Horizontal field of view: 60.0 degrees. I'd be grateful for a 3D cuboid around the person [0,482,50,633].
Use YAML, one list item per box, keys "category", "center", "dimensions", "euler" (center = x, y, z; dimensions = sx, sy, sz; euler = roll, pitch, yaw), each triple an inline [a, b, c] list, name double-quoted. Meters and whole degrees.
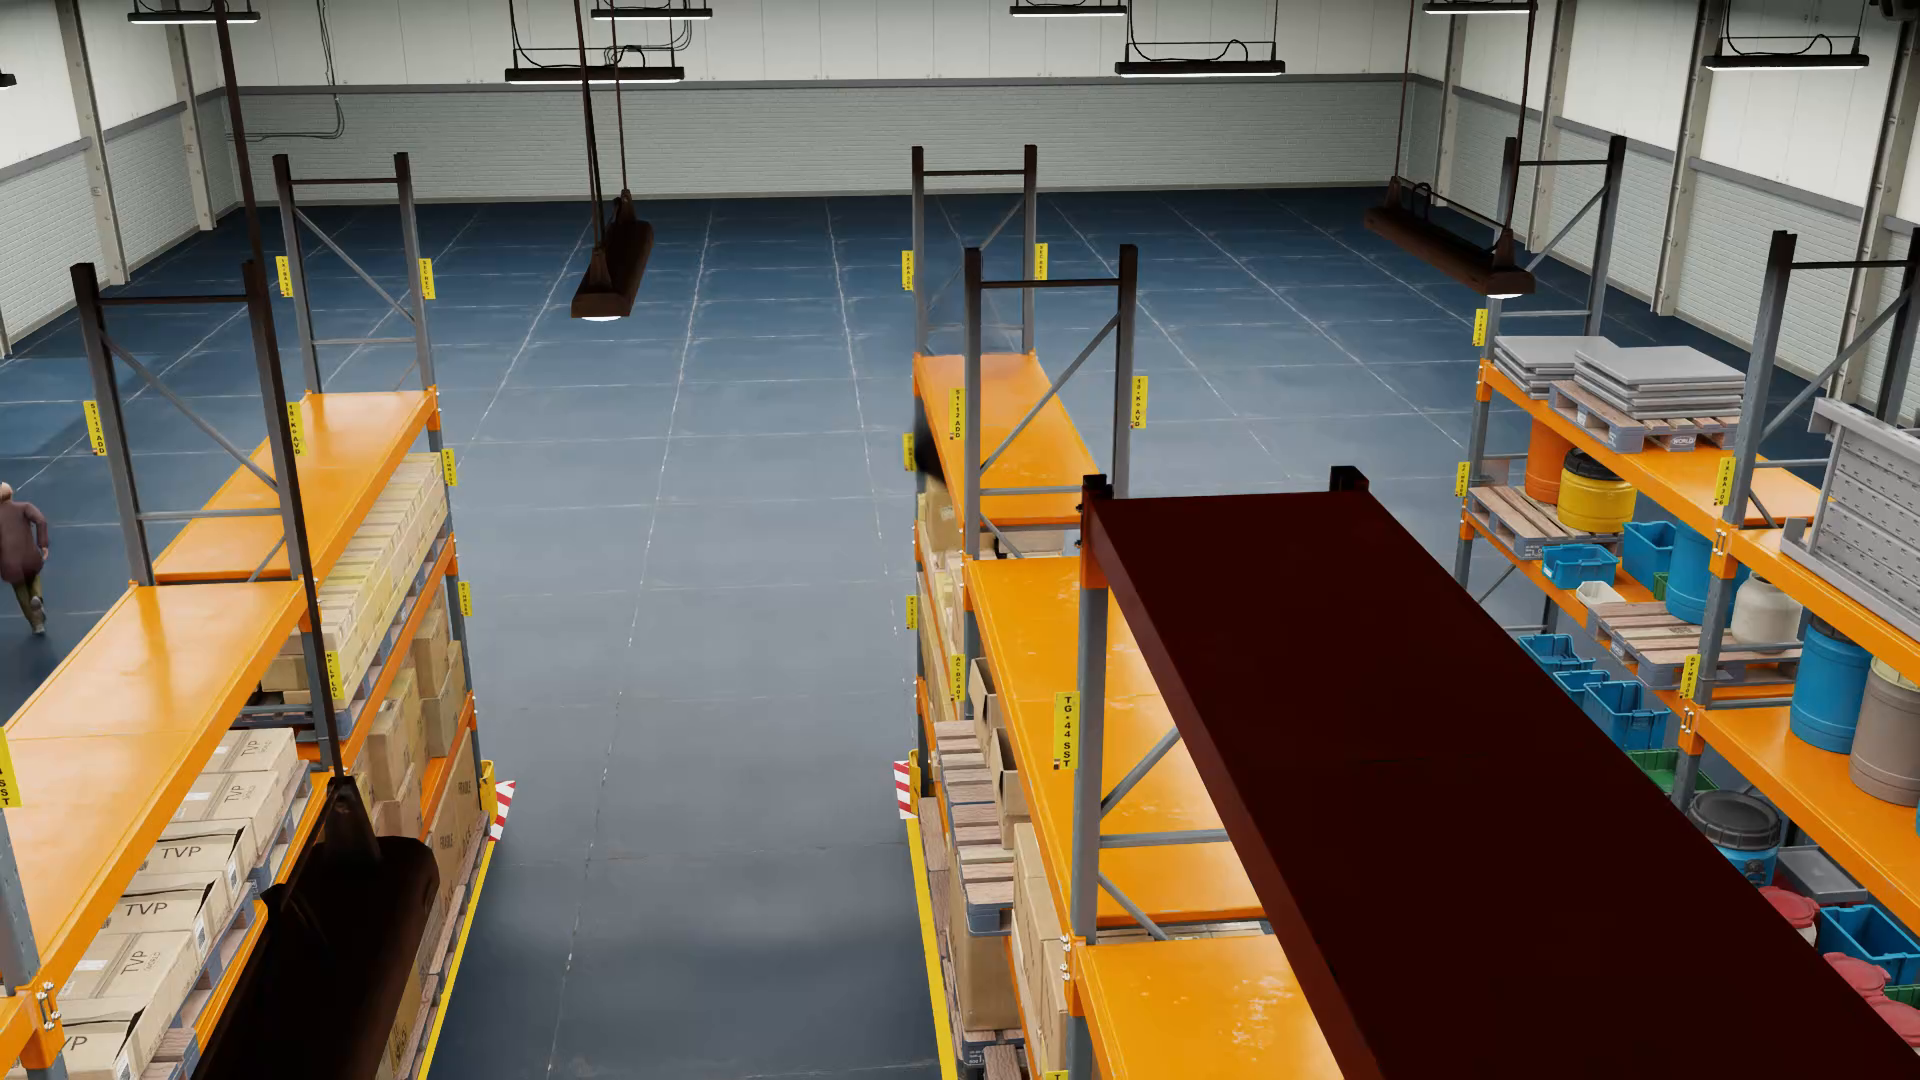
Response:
- category: "person"
  center: [-10.664, 0.171, 18.842]
  dimensions: [0.665, 1.700, 0.771]
  euler: [-14, 26, -32]
